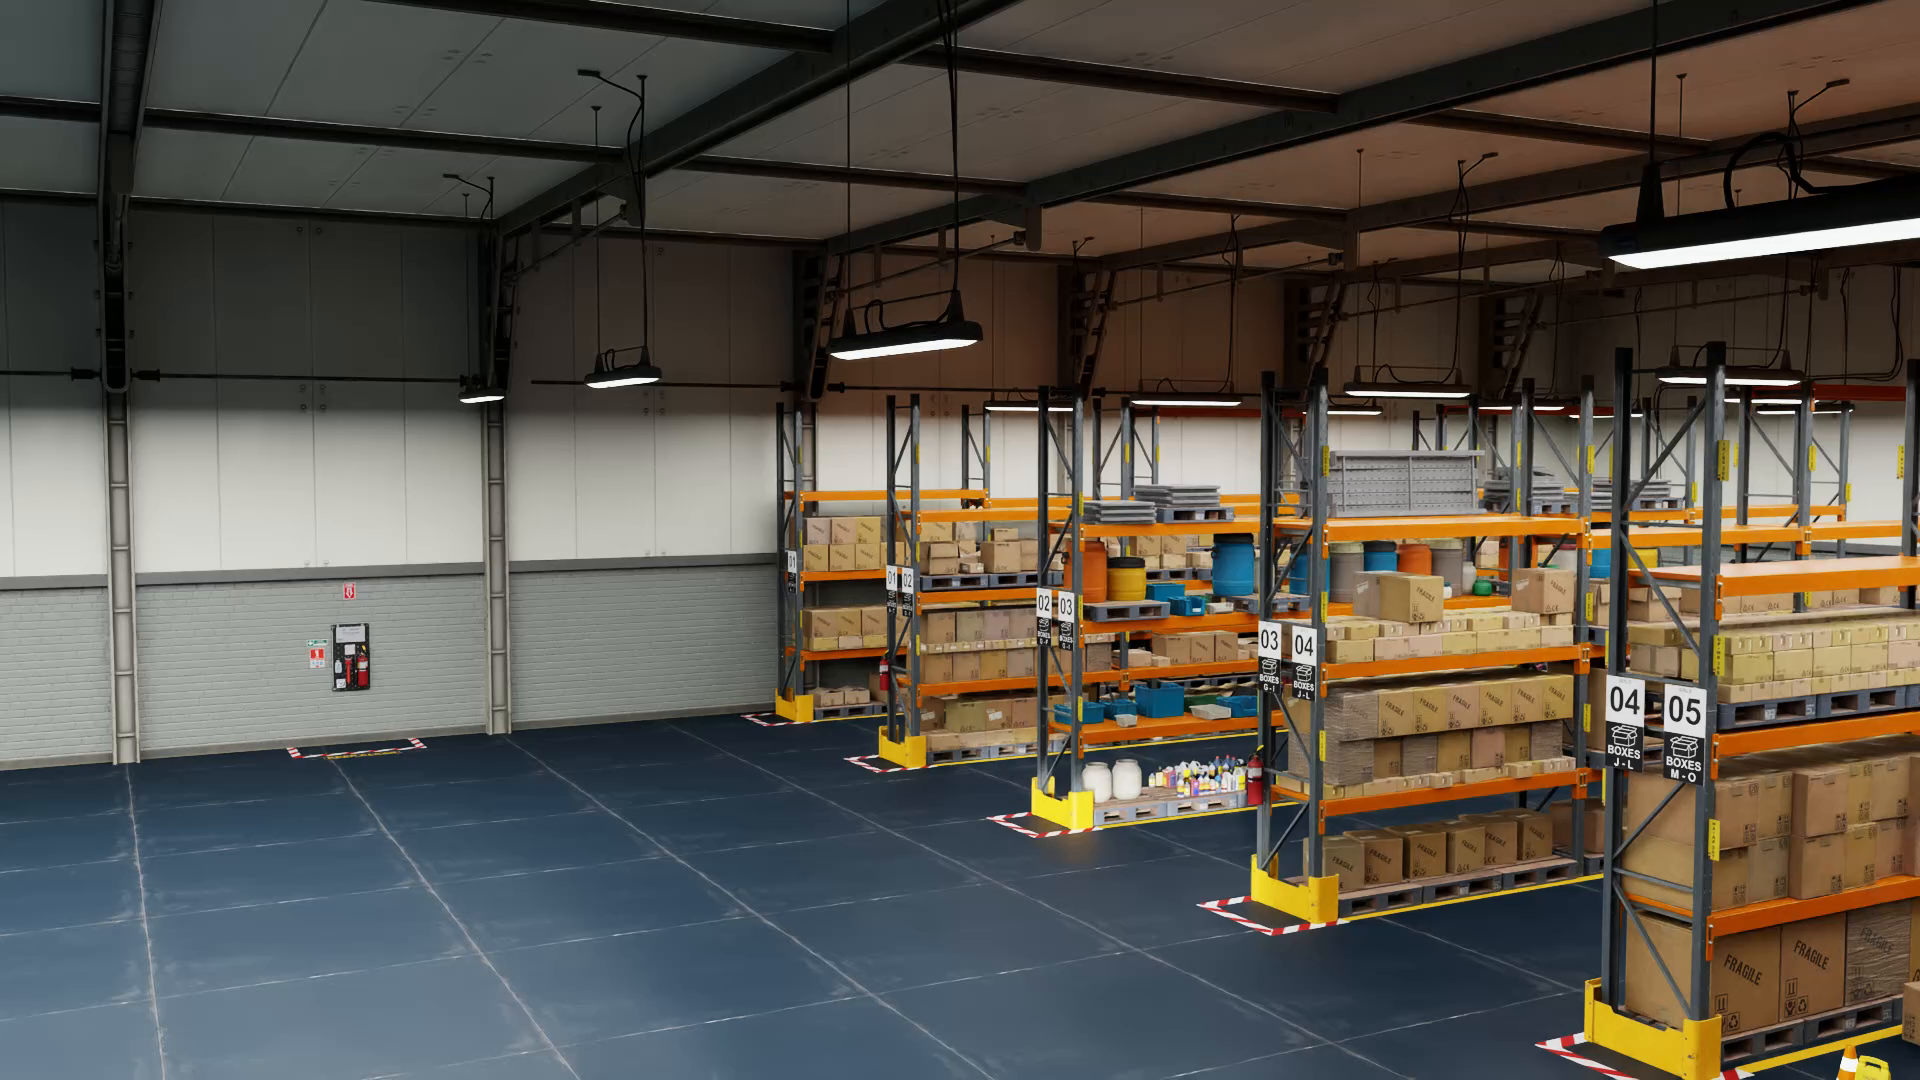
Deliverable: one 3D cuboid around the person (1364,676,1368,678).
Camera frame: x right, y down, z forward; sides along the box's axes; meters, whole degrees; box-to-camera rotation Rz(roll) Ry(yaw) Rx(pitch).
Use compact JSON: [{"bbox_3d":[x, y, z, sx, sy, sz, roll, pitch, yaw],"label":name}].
[{"bbox_3d":[6.711,2.671,28.649,0.897,1.803,0.635,-2,4,-37],"label":"person"}]
